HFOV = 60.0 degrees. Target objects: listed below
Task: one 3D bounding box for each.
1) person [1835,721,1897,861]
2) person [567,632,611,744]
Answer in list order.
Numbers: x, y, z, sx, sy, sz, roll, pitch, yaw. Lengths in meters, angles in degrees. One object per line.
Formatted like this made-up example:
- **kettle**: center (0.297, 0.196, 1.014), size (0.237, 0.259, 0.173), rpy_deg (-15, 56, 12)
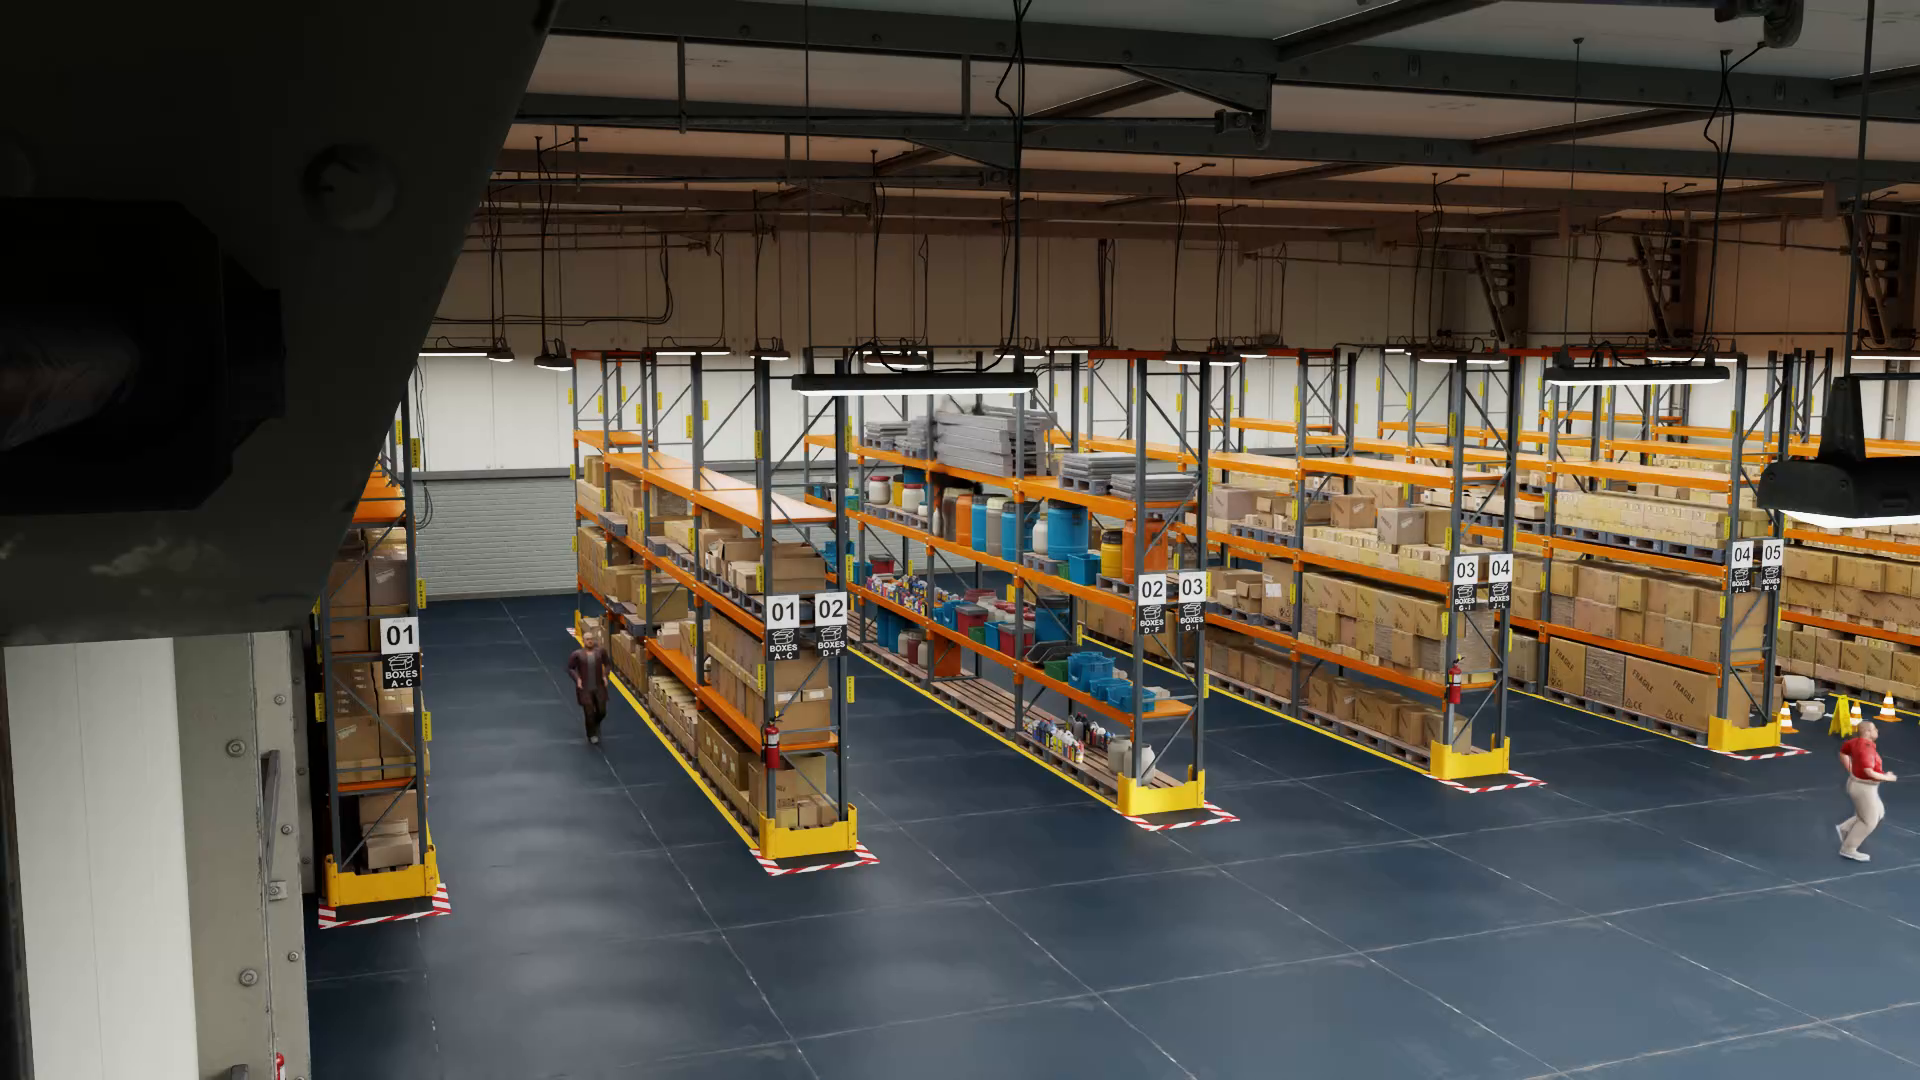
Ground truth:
- **person**: center (10.923, 3.008, 20.020), size (0.578, 1.695, 0.715), rpy_deg (2, 7, 14)
- **person**: center (-5.708, 2.381, 25.705), size (0.689, 1.527, 0.632), rpy_deg (-3, 8, -23)
